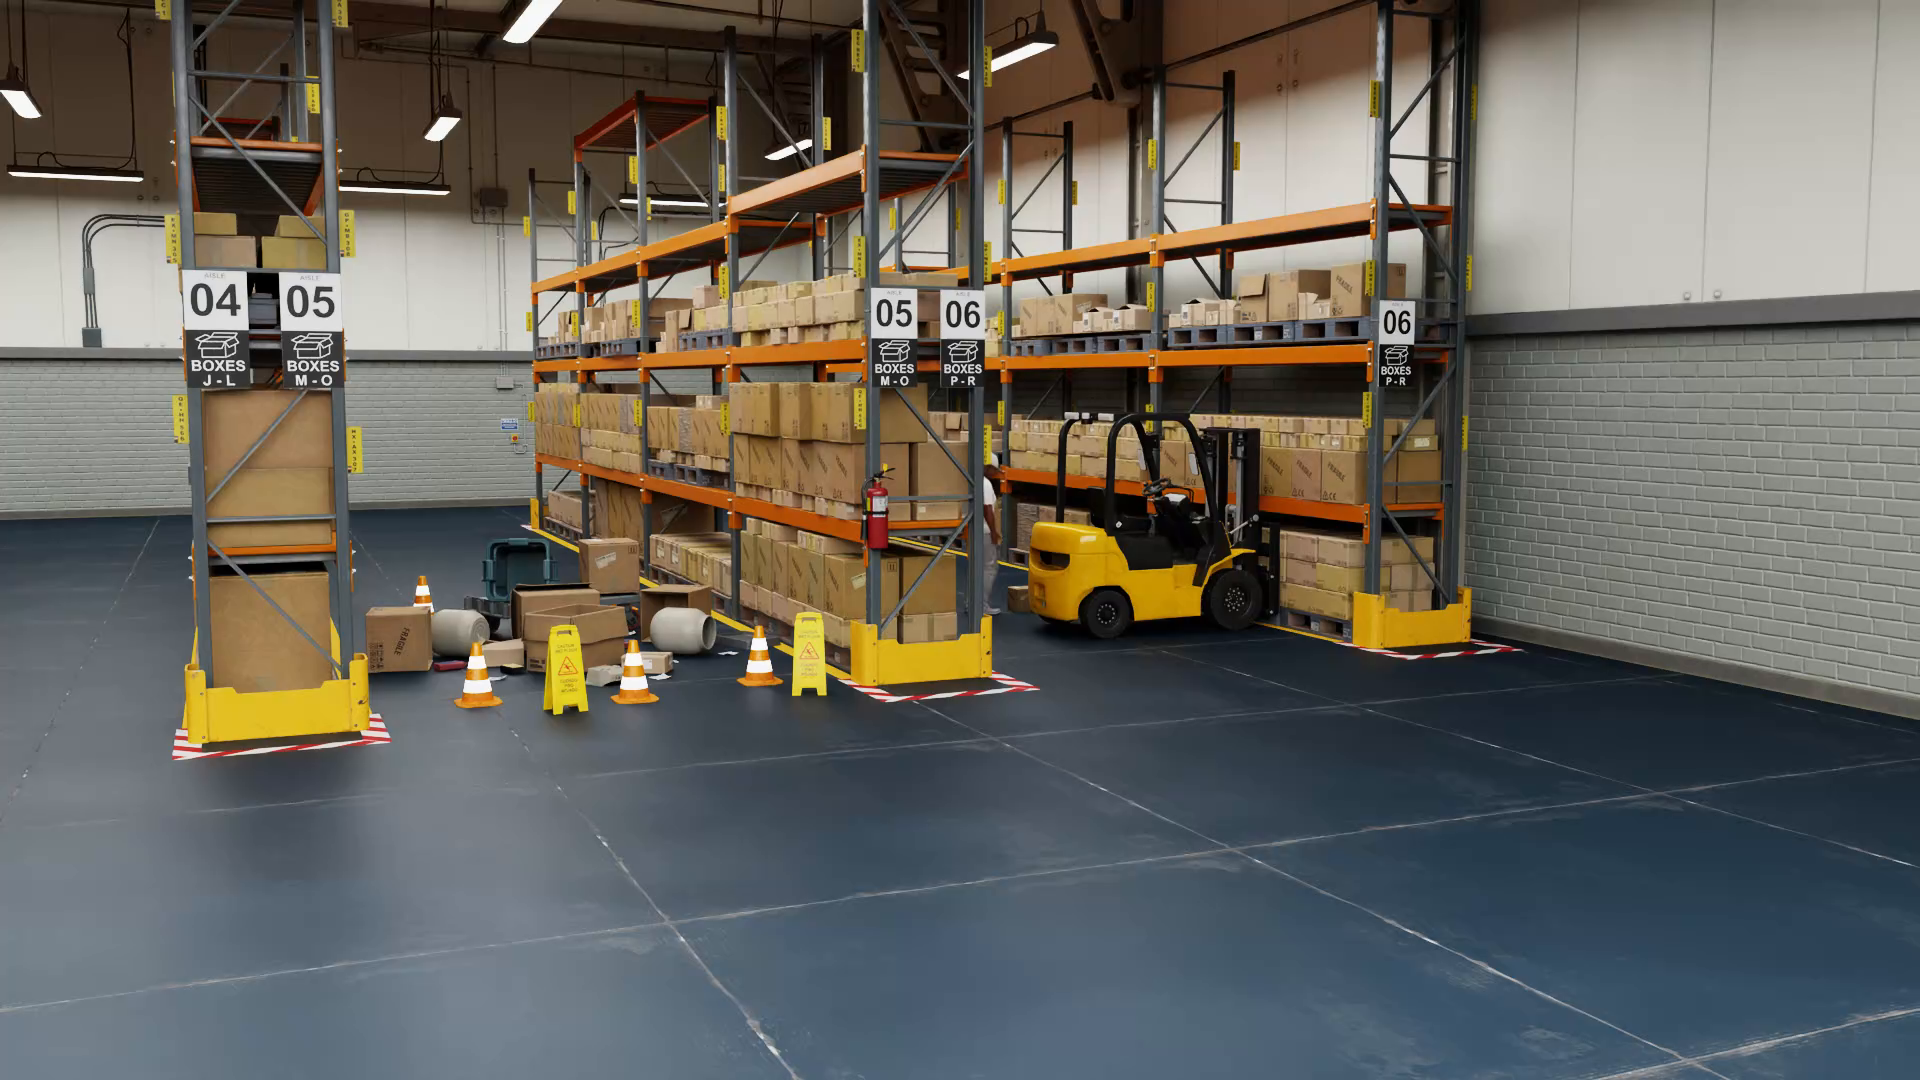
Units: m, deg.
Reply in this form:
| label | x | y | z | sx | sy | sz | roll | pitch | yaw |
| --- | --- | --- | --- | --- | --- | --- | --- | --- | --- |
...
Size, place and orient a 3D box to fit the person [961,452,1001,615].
| label | x | y | z | sx | sy | sz | roll | pitch | yaw |
| --- | --- | --- | --- | --- | --- | --- | --- | --- | --- |
| person | 0.227 | -0.078 | 17.701 | 0.437 | 1.725 | 0.588 | -2 | 6 | -22 |
